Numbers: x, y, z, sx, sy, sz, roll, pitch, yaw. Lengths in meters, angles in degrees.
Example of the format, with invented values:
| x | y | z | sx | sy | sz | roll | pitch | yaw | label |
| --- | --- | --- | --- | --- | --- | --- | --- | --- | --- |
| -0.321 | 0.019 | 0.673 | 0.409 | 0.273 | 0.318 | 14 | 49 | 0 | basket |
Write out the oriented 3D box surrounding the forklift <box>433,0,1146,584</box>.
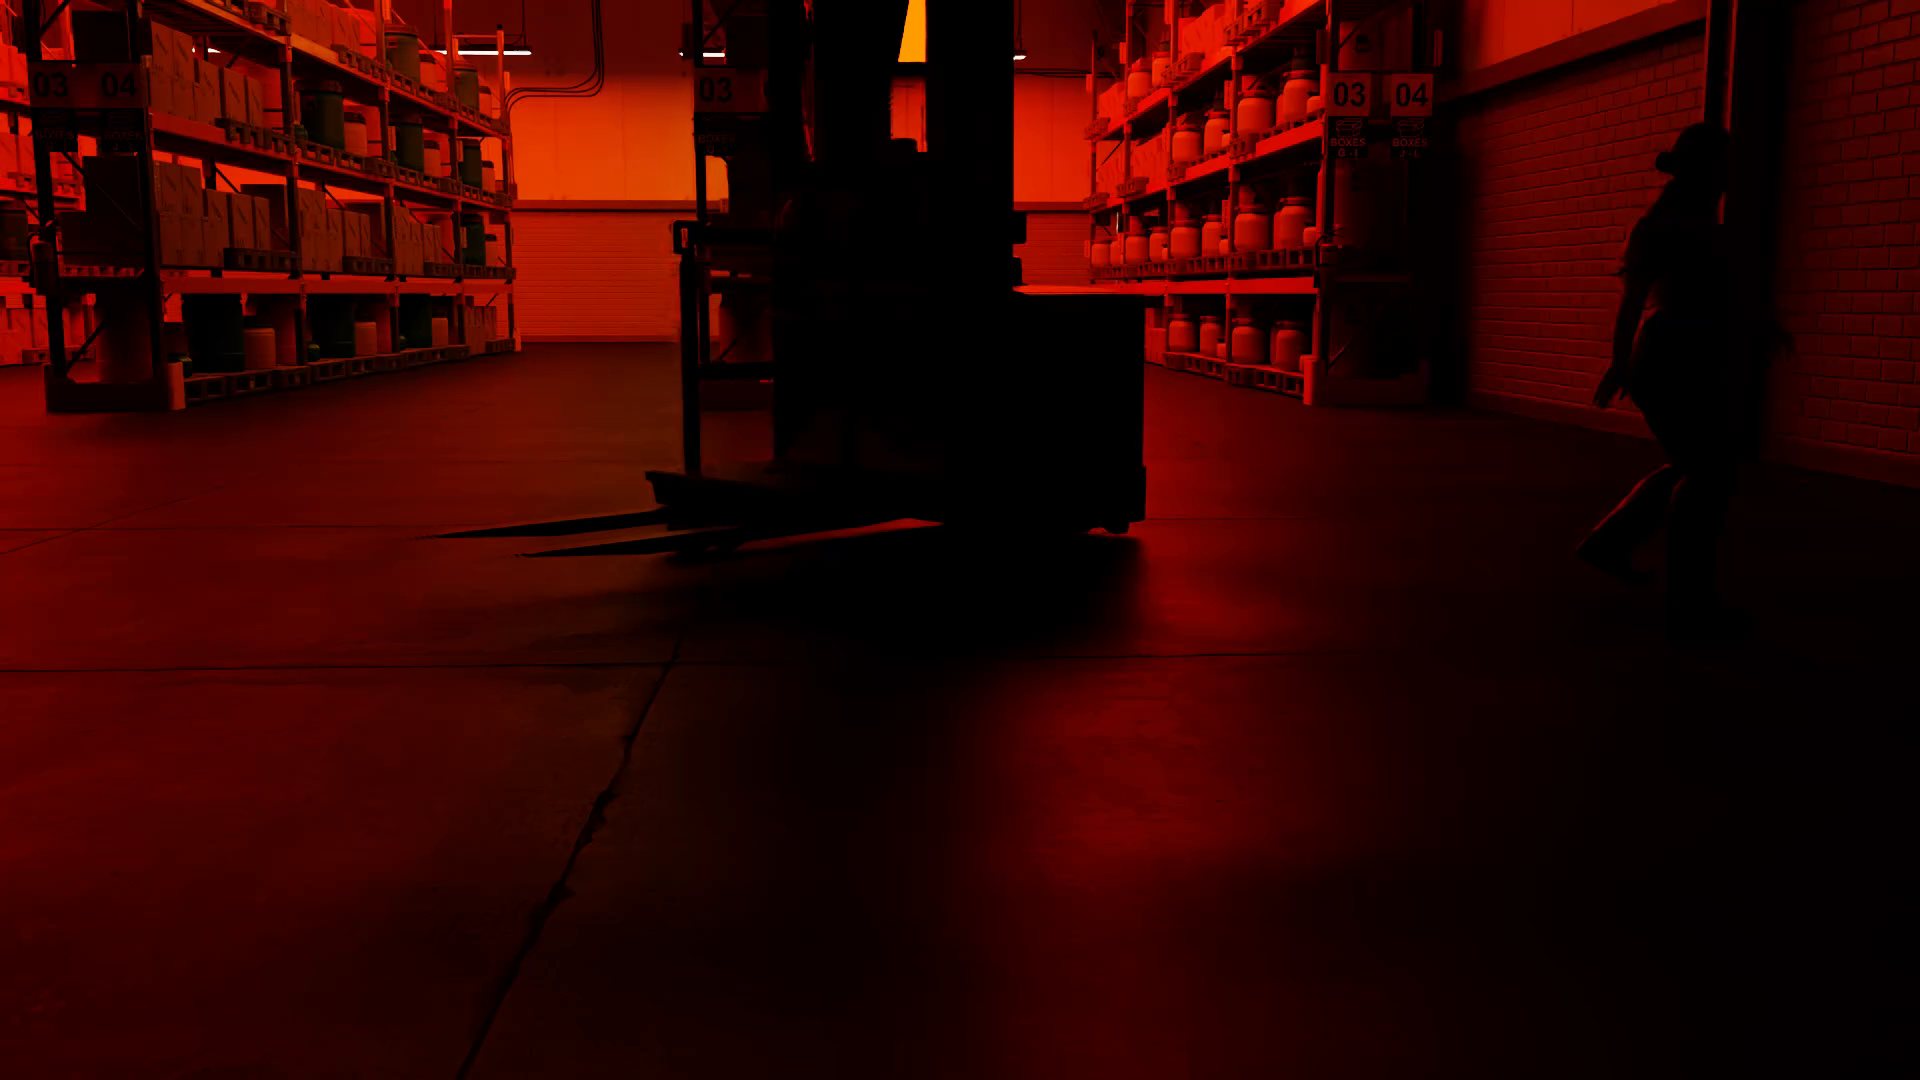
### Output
| x | y | z | sx | sy | sz | roll | pitch | yaw | label |
| --- | --- | --- | --- | --- | --- | --- | --- | --- | --- |
| -0.571 | -1.370 | 6.560 | 3.031 | 2.935 | 1.130 | -8 | 12 | -44 | forklift |

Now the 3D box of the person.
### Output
| x | y | z | sx | sy | sz | roll | pitch | yaw | label |
| --- | --- | --- | --- | --- | --- | --- | --- | --- | --- |
| 2.402 | -0.558 | 5.560 | 0.655 | 1.633 | 0.792 | 5 | 10 | 30 | person |
